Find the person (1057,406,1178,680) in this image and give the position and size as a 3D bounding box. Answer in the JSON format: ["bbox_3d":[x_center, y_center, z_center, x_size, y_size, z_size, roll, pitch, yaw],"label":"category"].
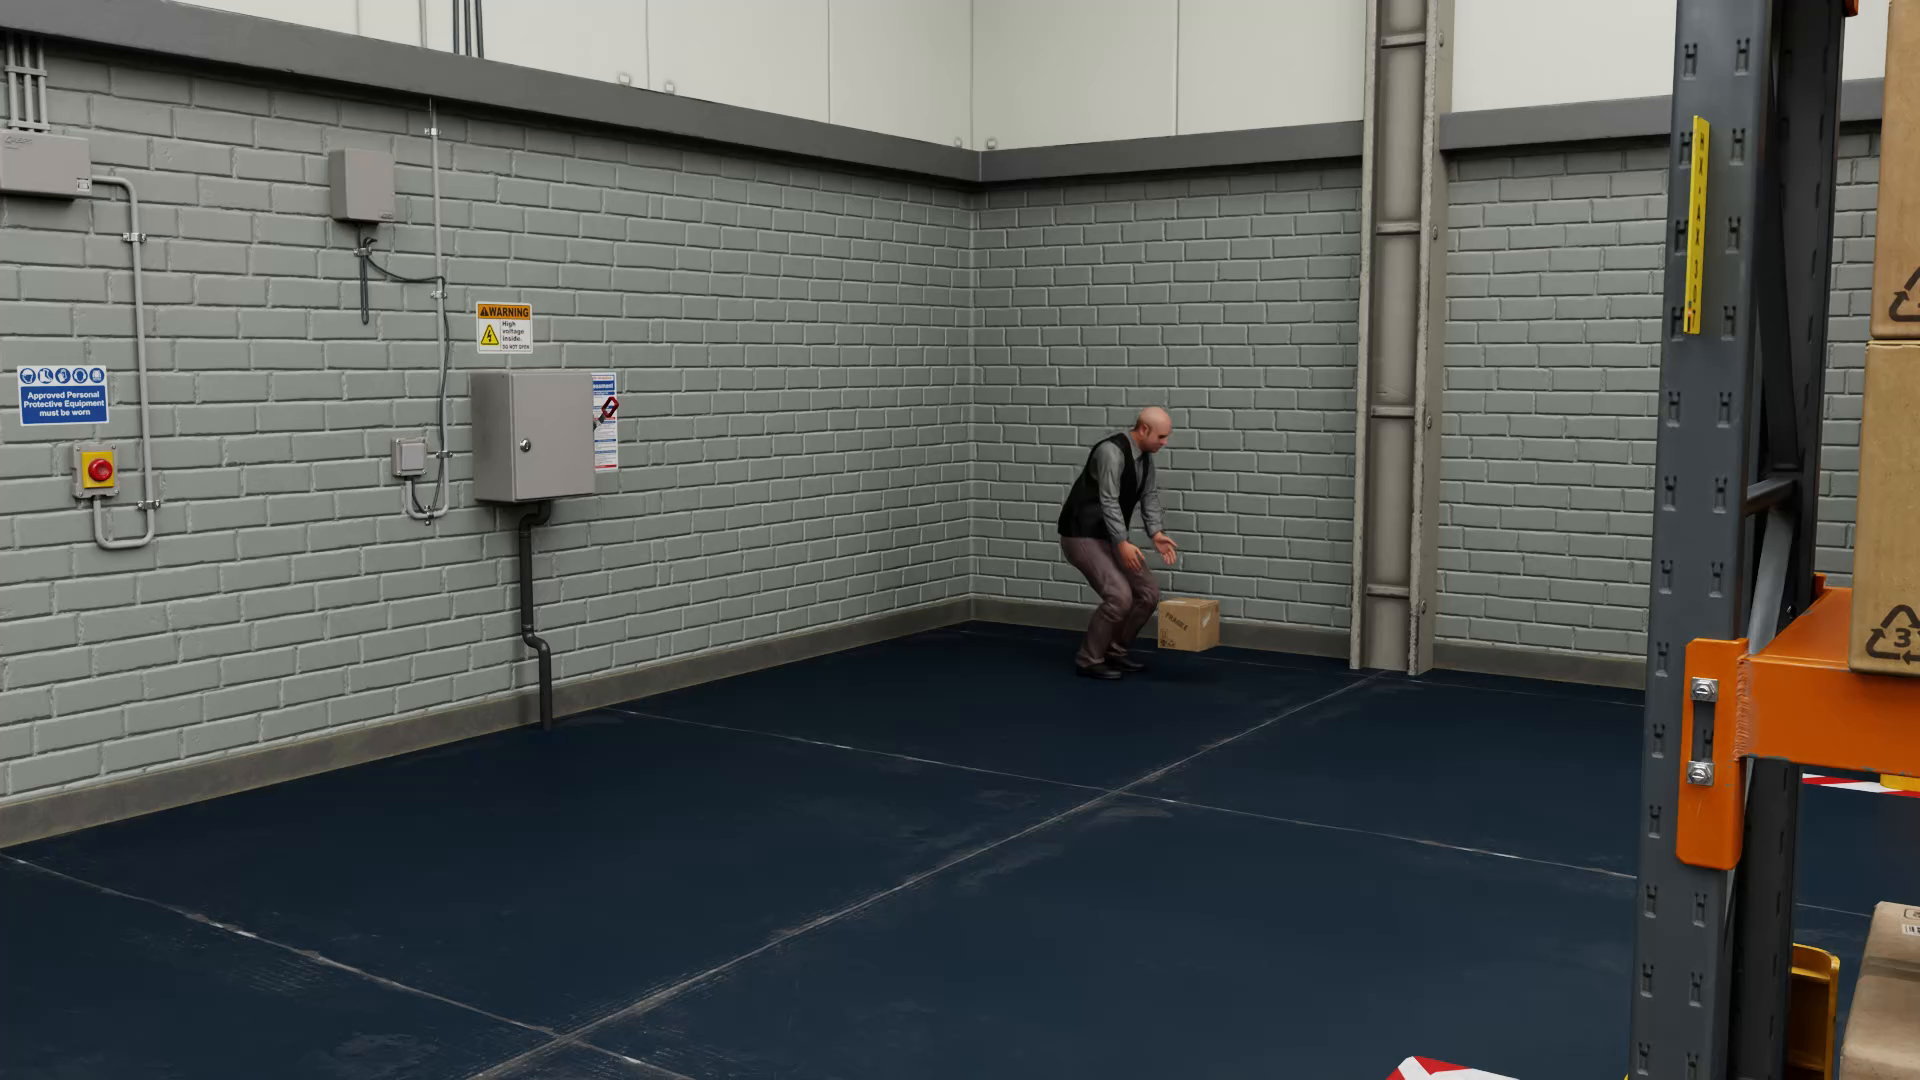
[{"bbox_3d":[0.887,0.006,9.330,0.625,1.514,0.588,4,8,34],"label":"person"}]
